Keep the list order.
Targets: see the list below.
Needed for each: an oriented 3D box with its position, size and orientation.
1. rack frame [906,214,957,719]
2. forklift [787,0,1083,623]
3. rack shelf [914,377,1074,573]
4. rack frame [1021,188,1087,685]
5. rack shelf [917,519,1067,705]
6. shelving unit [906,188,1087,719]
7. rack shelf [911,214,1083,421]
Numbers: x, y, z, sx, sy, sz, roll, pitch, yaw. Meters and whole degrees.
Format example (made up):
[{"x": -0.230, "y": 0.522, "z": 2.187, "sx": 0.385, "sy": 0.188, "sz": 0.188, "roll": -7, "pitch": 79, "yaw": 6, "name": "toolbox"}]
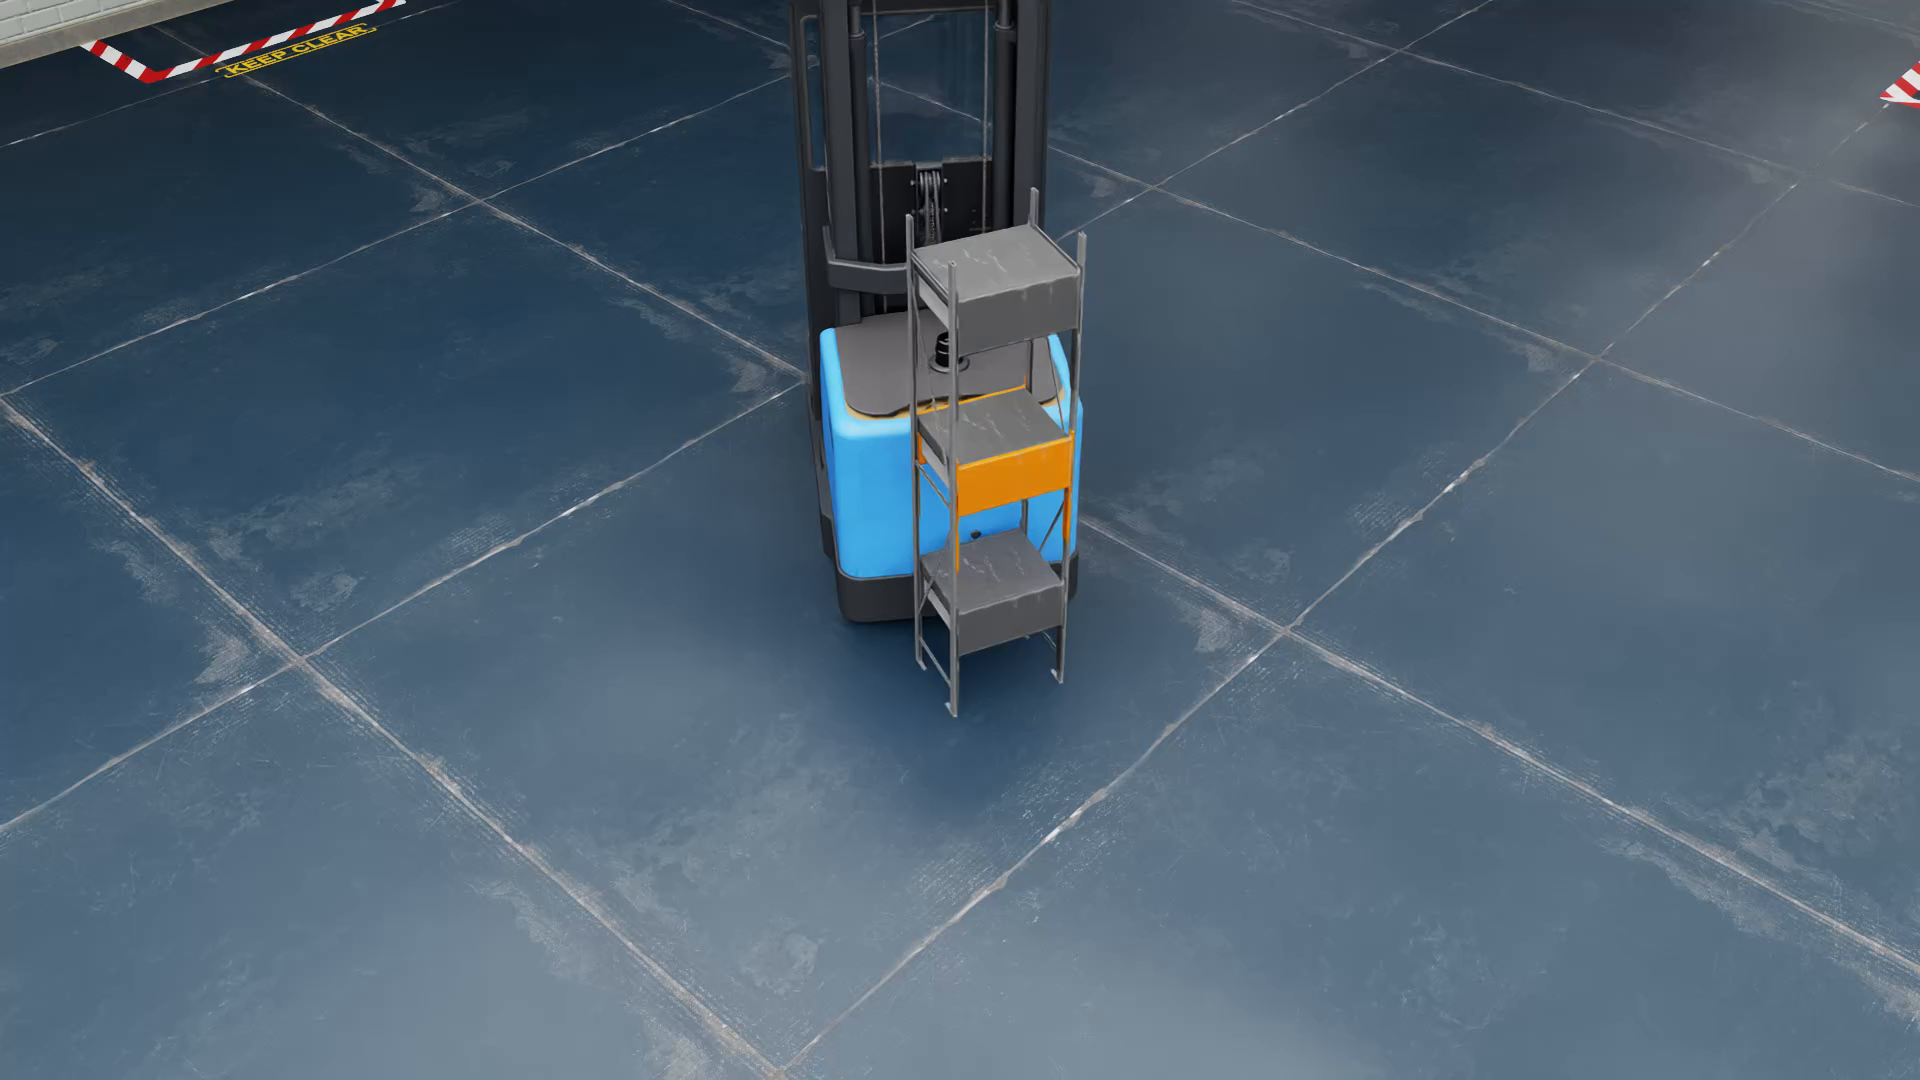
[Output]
[{"x": -0.101, "y": -0.203, "z": 6.318, "sx": 0.015, "sy": 2.100, "sz": 0.400, "roll": -16, "pitch": 41, "yaw": -19, "name": "rack frame"}, {"x": -0.199, "y": -1.704, "z": 7.538, "sx": 1.130, "sy": 2.935, "sz": 3.031, "roll": -5, "pitch": 39, "yaw": -6, "name": "forklift"}, {"x": 0.121, "y": -0.255, "z": 6.405, "sx": 0.480, "sy": 0.518, "sz": 0.431, "roll": -16, "pitch": 41, "yaw": -19, "name": "rack shelf"}, {"x": 0.343, "y": -0.329, "z": 6.476, "sx": 0.015, "sy": 2.100, "sz": 0.400, "roll": -16, "pitch": 41, "yaw": -19, "name": "rack frame"}, {"x": 0.121, "y": 0.293, "z": 6.841, "sx": 0.480, "sy": 0.518, "sz": 0.431, "roll": -16, "pitch": 41, "yaw": -19, "name": "rack shelf"}, {"x": 0.121, "y": -0.266, "z": 6.397, "sx": 0.503, "sy": 2.100, "sz": 0.431, "roll": -16, "pitch": 41, "yaw": -19, "name": "shelving unit"}, {"x": 0.121, "y": -0.803, "z": 5.970, "sx": 0.480, "sy": 0.518, "sz": 0.431, "roll": -16, "pitch": 41, "yaw": -19, "name": "rack shelf"}]
